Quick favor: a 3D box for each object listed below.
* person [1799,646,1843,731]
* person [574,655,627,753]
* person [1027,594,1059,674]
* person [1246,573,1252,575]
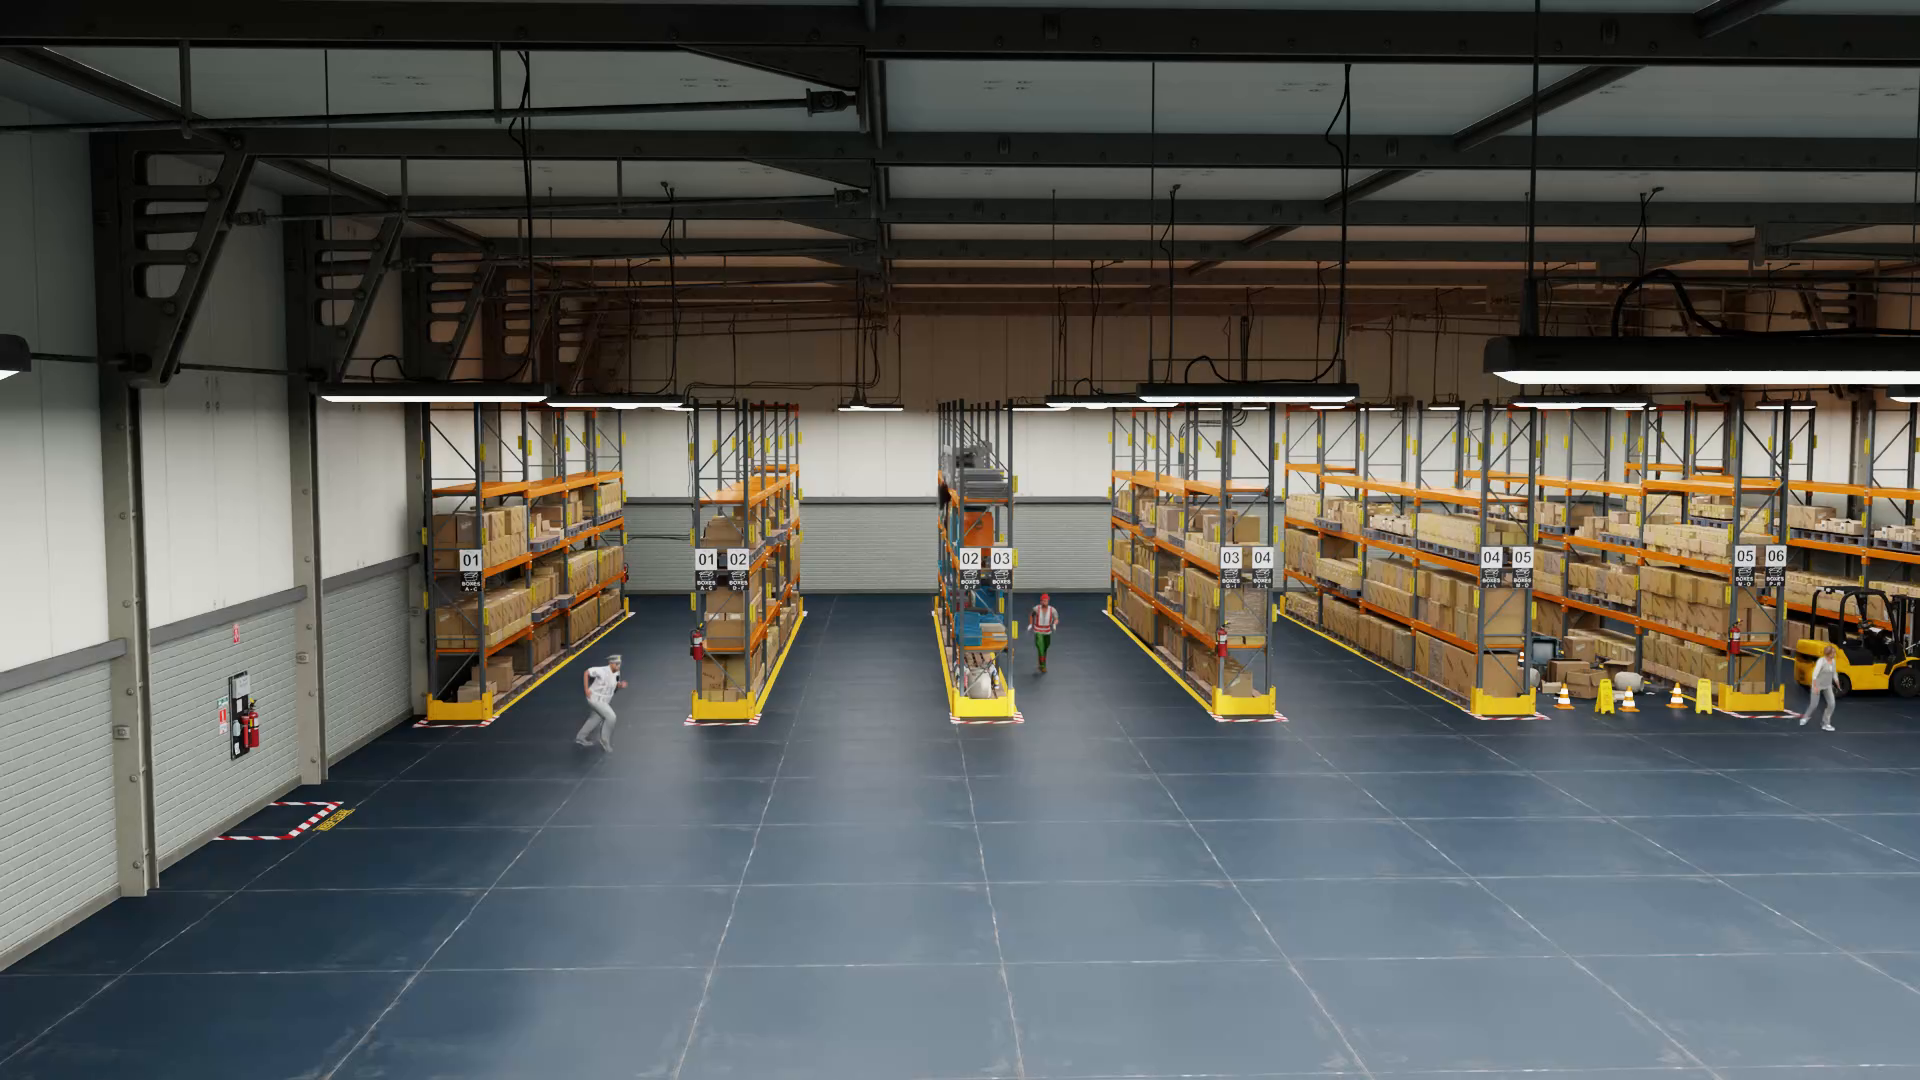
[{"bbox_3d":[15.645,2.662,30.212,0.592,1.533,0.697,-1,4,-15],"label":"person"},{"bbox_3d":[-6.111,2.775,28.185,1.014,1.701,0.689,1,5,19],"label":"person"},{"bbox_3d":[1.820,2.032,36.483,0.667,1.731,1.065,-1,4,-11],"label":"person"},{"bbox_3d":[8.160,1.213,48.005,0.707,1.812,0.770,1,4,12],"label":"person"}]
